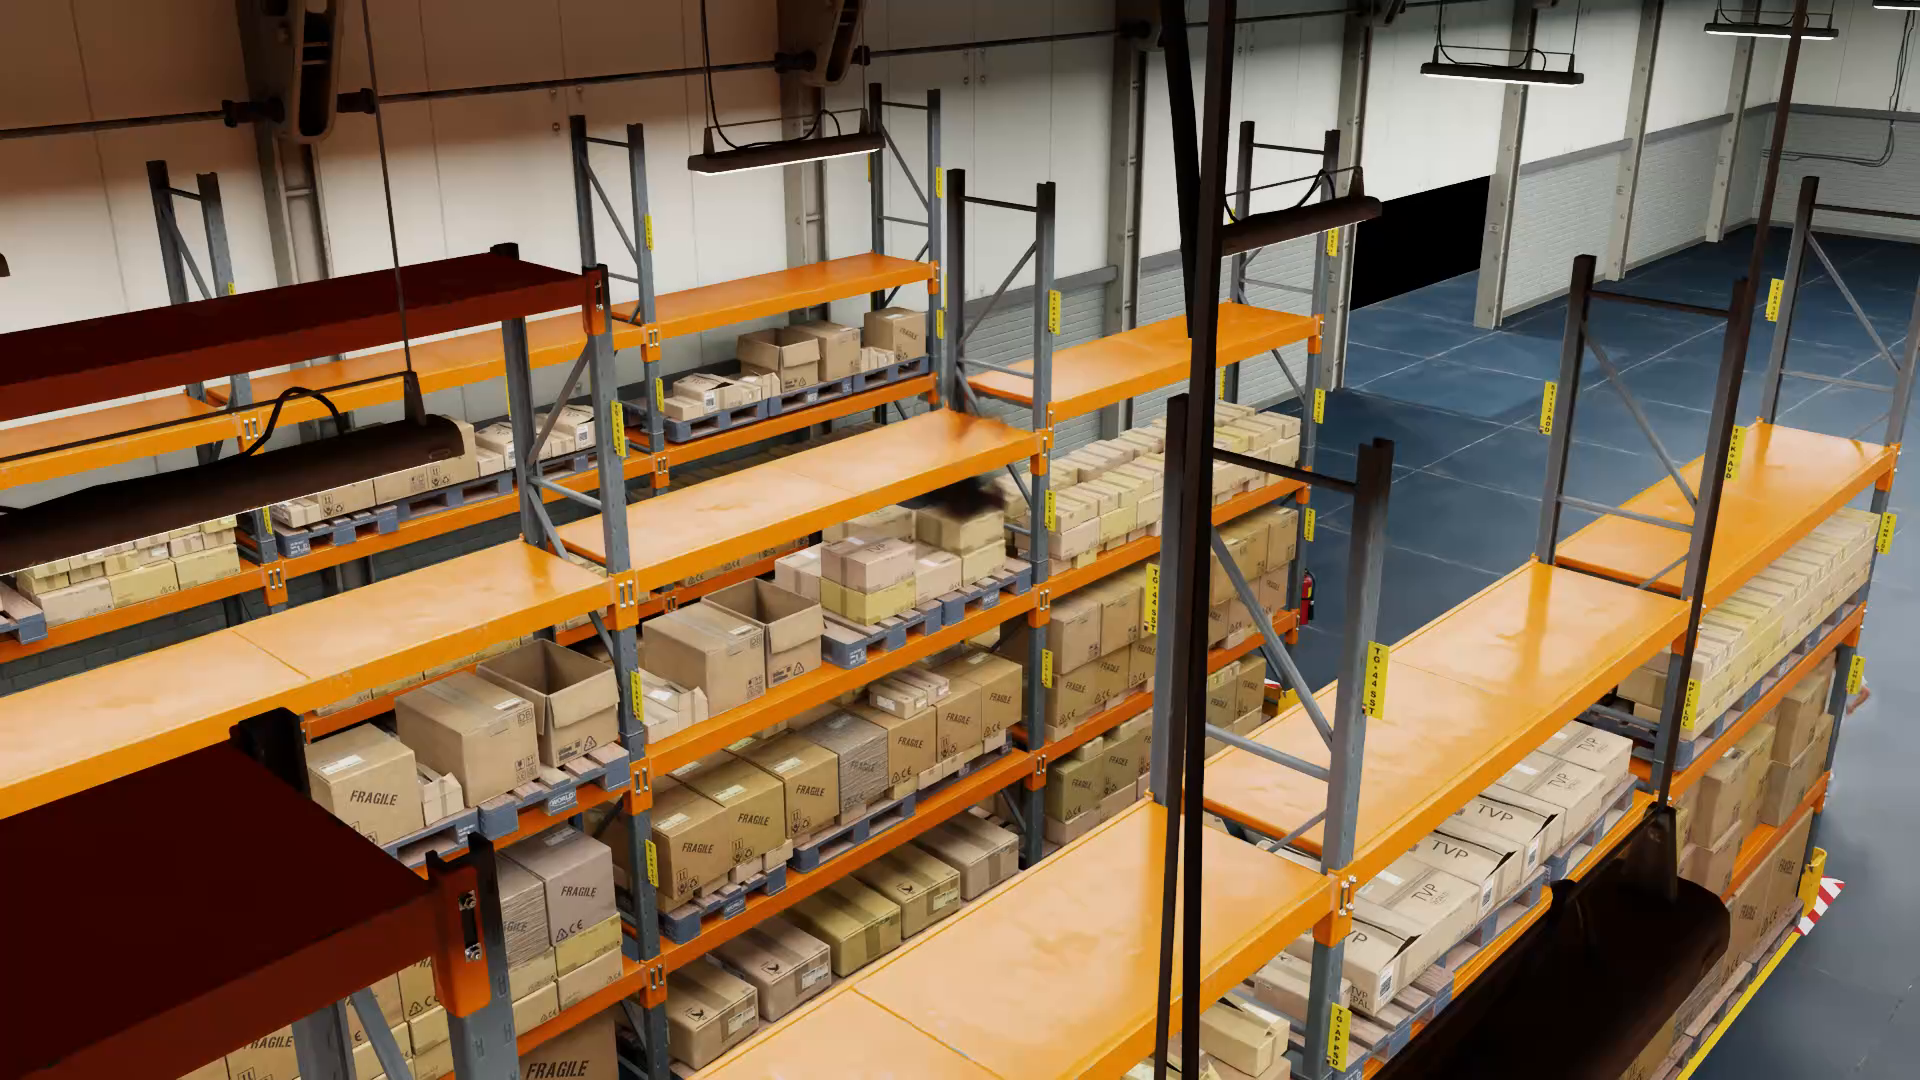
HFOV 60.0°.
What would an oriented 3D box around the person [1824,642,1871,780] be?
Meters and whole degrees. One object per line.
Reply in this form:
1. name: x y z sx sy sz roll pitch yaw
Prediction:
1. person: 8.050 1.622 15.538 0.548 1.633 0.620 -2 21 -4
